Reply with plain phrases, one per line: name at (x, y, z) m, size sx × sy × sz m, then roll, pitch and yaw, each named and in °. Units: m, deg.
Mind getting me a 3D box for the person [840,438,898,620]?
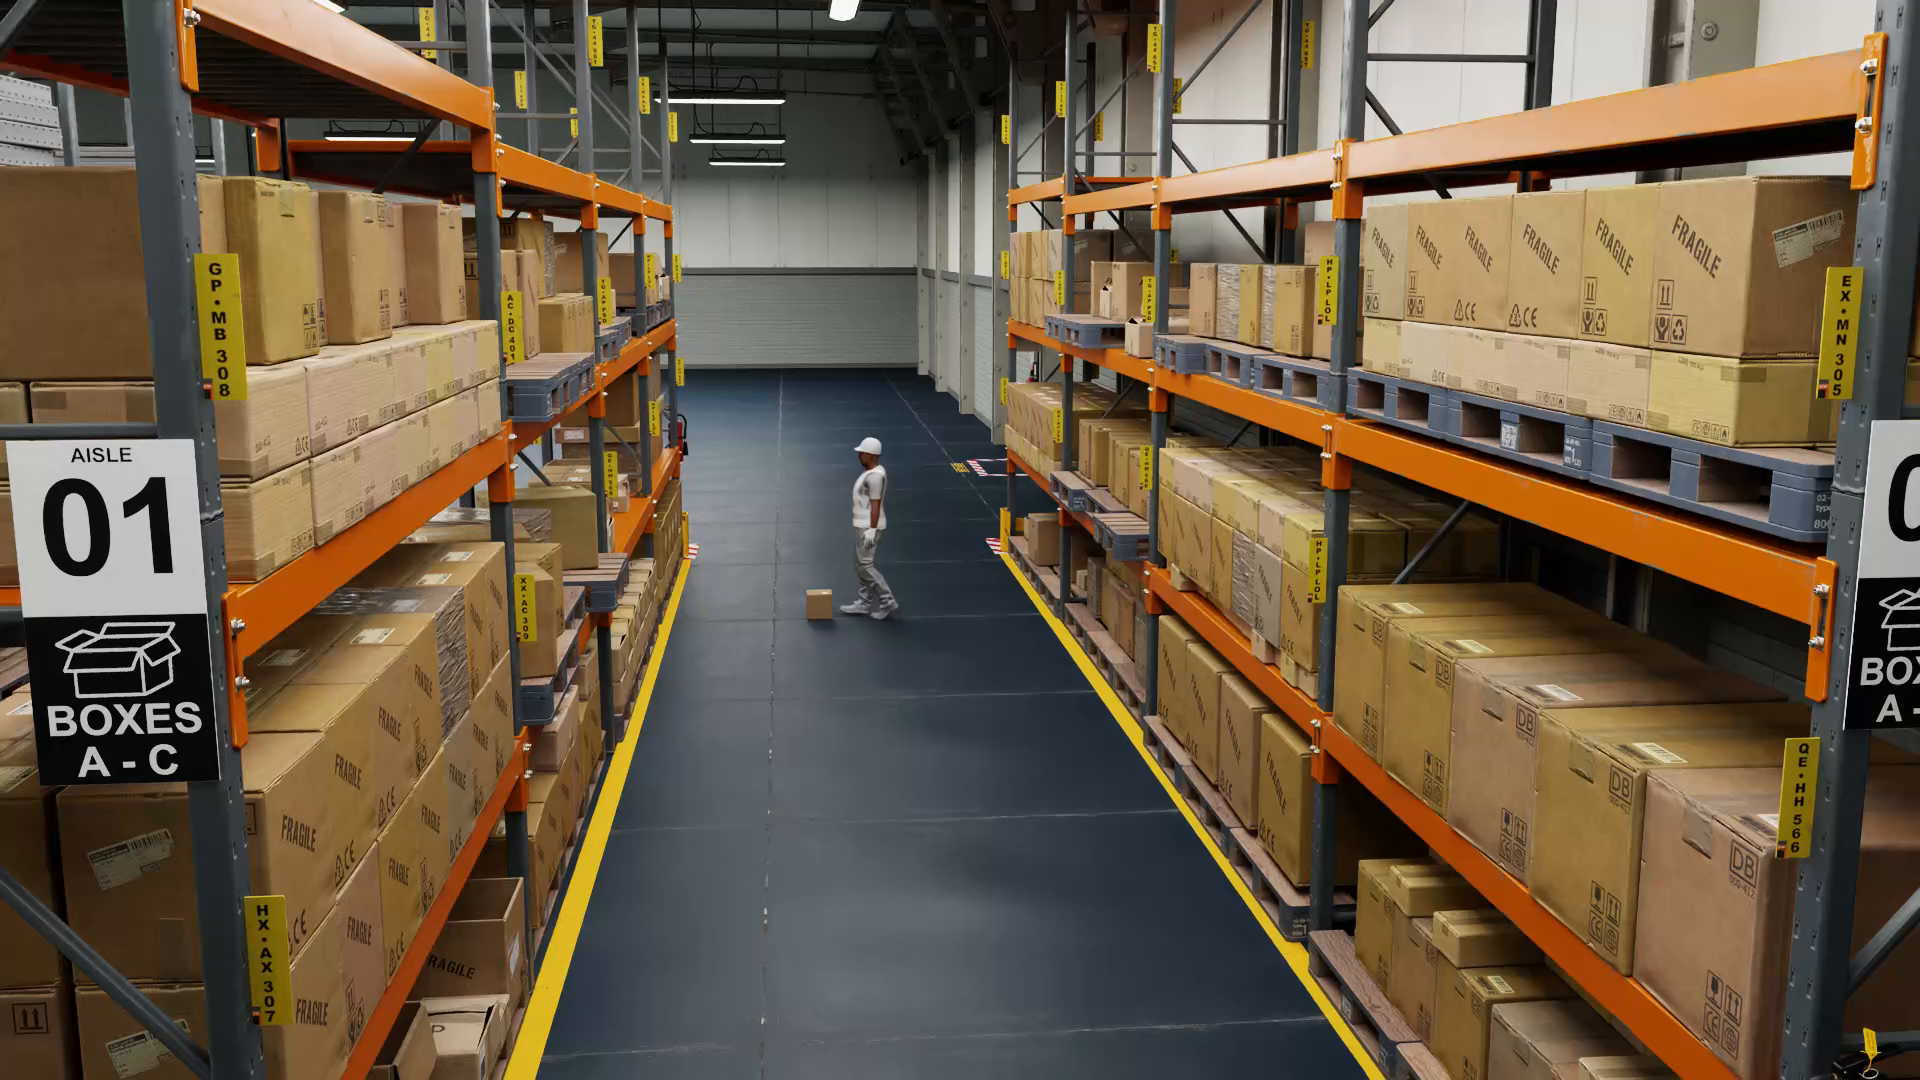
person at (-0.912, -0.125, 16.546) m, size 0.600 × 1.794 × 0.589 m, roll 0°, pitch 10°, yaw -1°
